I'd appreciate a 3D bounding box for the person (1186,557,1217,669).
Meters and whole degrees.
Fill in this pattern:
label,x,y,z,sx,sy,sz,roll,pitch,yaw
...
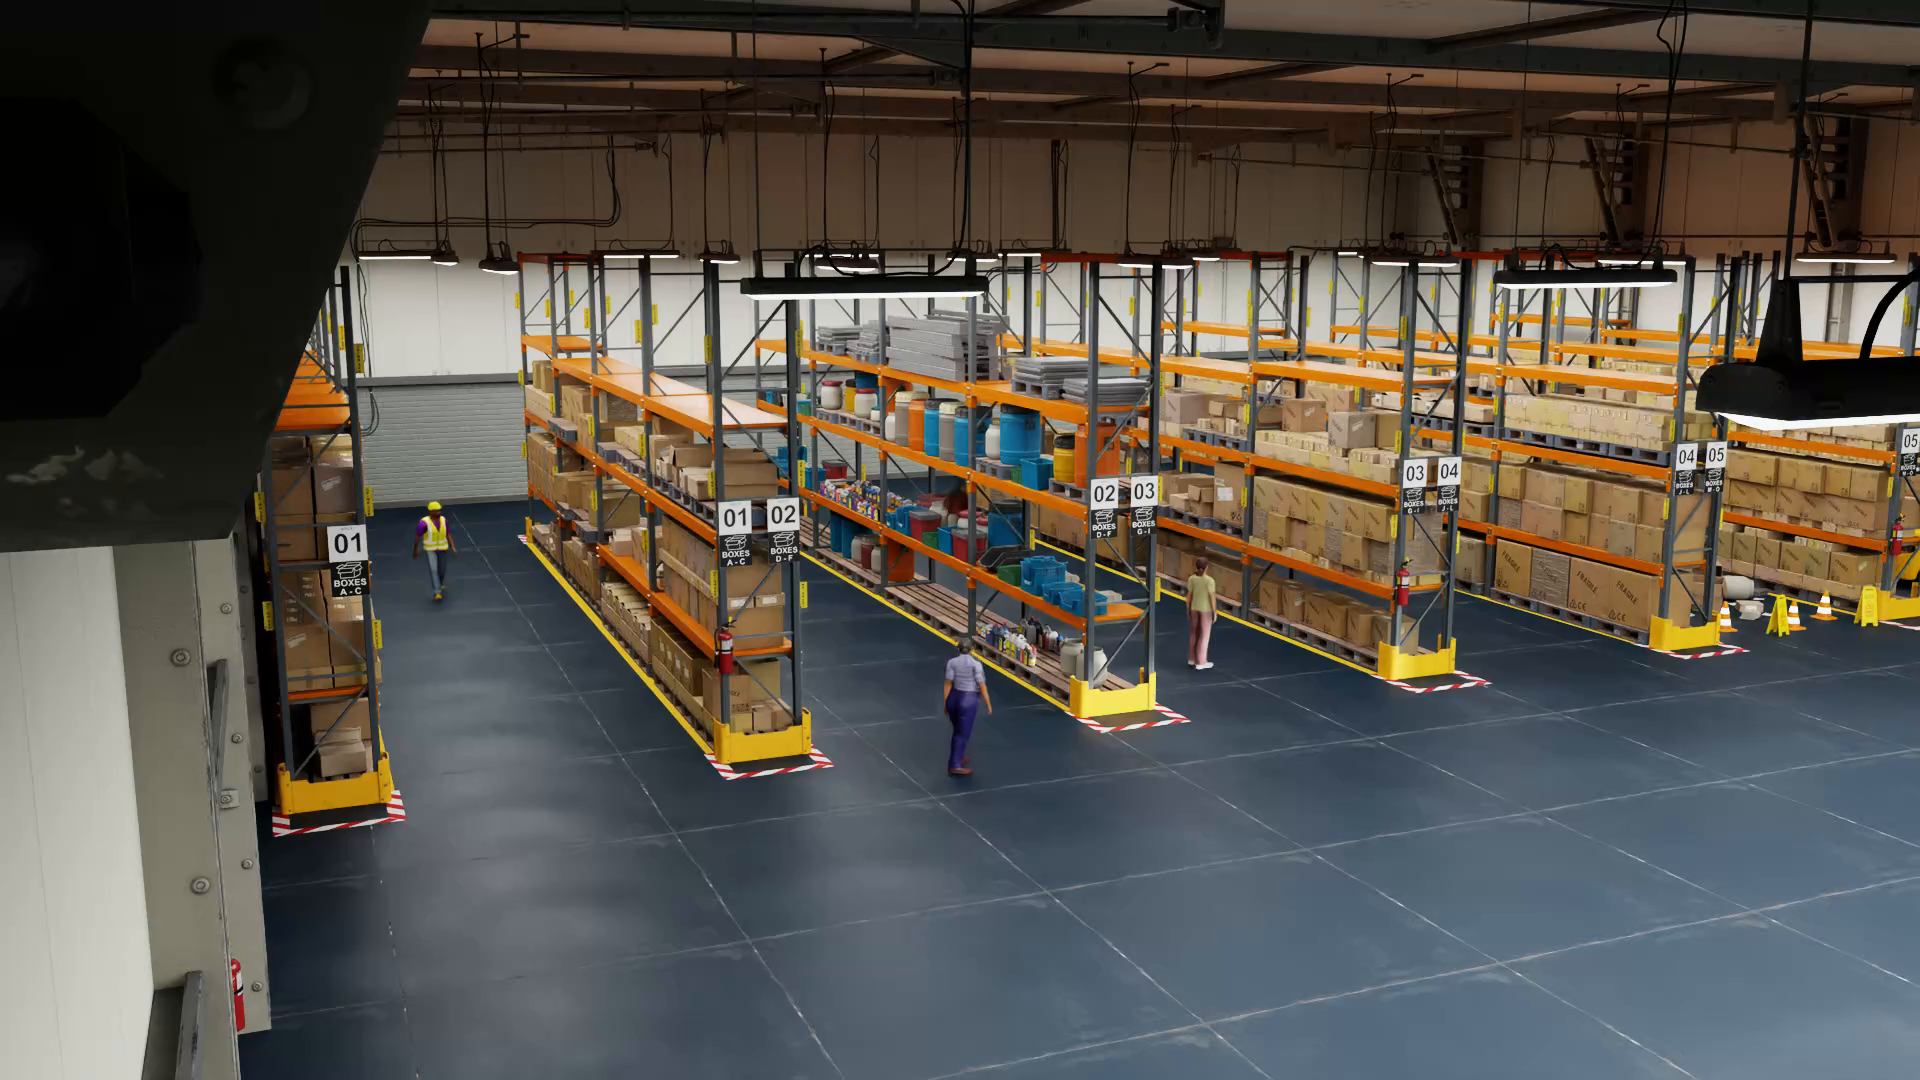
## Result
label,x,y,z,sx,sy,sz,roll,pitch,yaw
person,3.604,1.083,24.583,0.503,1.709,0.429,9,13,39

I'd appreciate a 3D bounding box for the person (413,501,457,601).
label,x,y,z,sx,sy,sz,roll,pitch,yaw
person,-9.280,0.169,29.381,0.745,1.722,1.080,-5,12,-26

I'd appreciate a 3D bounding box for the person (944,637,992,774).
label,x,y,z,sx,sy,sz,roll,pitch,yaw
person,0.071,1.959,19.847,0.579,1.638,0.563,-10,14,-44
